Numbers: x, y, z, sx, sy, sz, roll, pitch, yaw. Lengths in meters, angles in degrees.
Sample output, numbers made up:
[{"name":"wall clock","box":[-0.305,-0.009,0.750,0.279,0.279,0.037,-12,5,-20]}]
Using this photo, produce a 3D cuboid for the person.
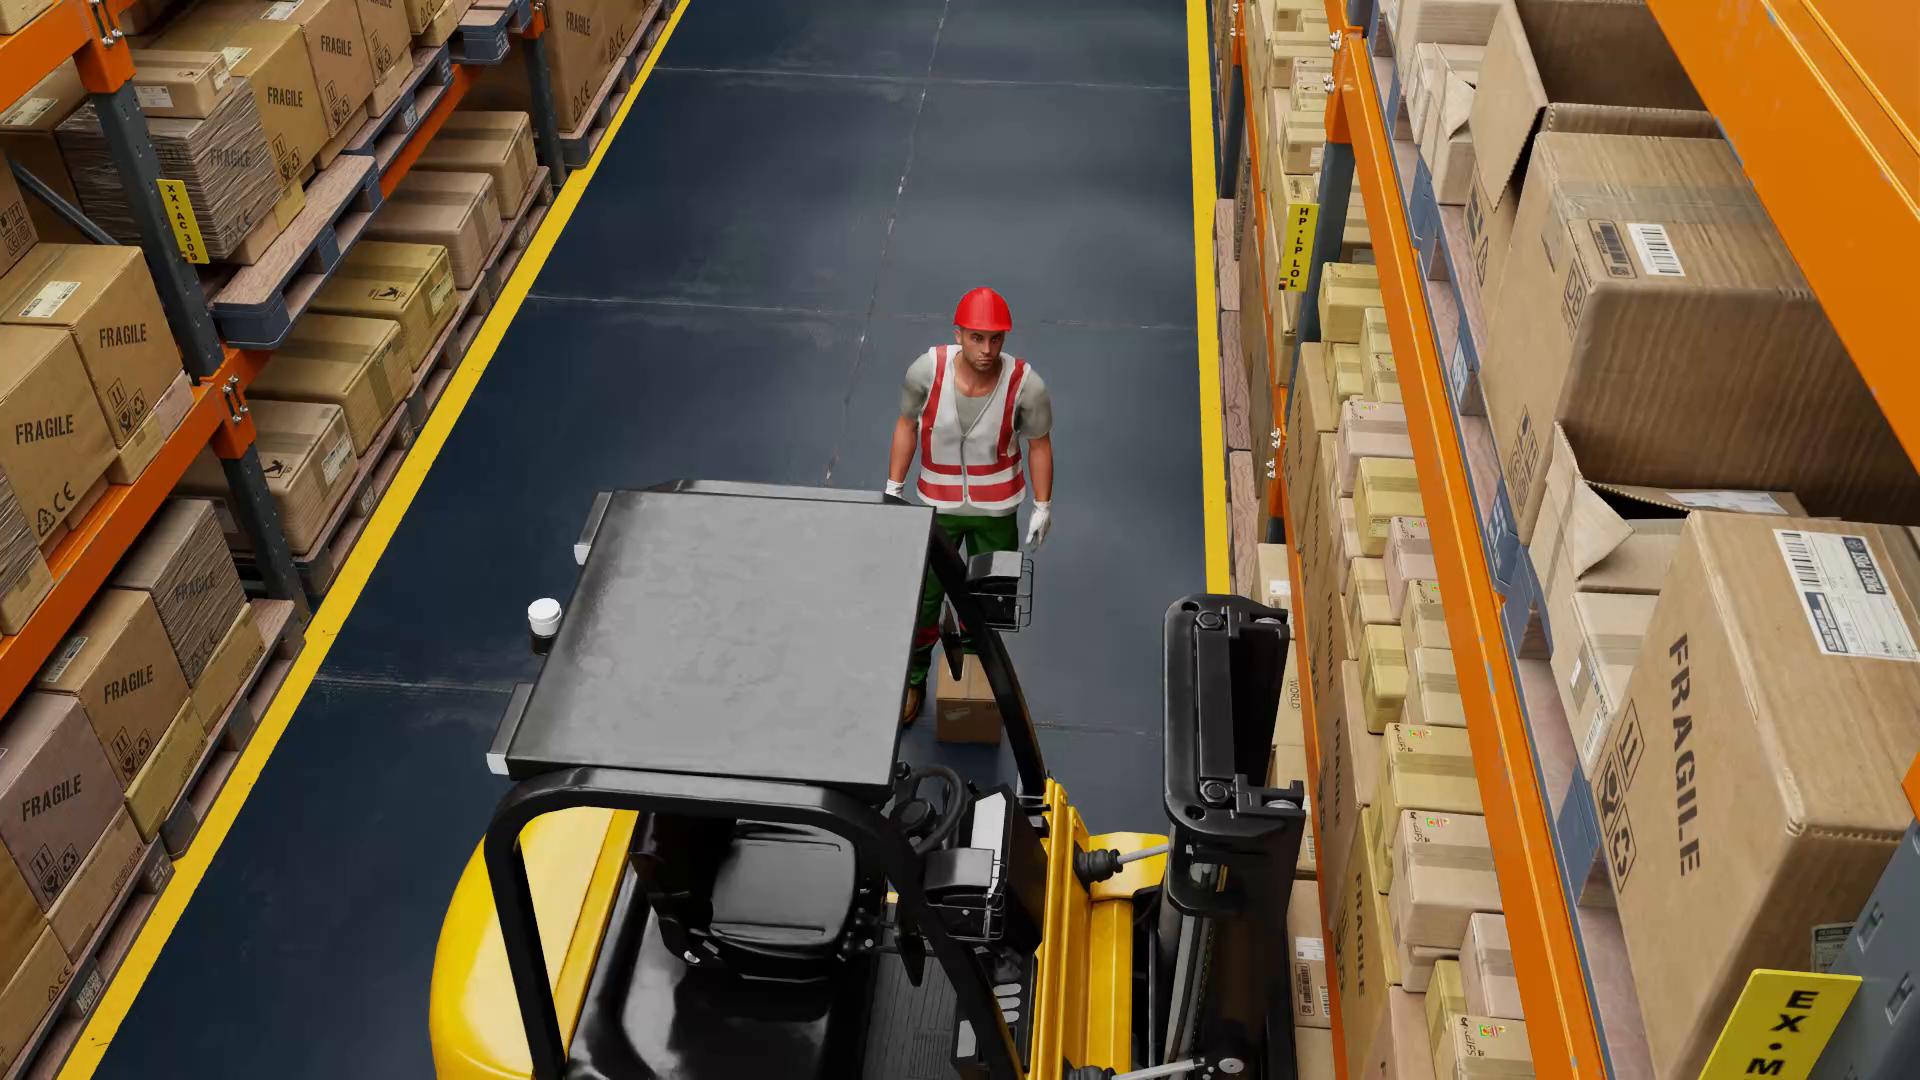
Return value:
[{"name":"person","box":[0.022,-0.094,6.236,0.638,1.787,0.564,3,40,4]}]
